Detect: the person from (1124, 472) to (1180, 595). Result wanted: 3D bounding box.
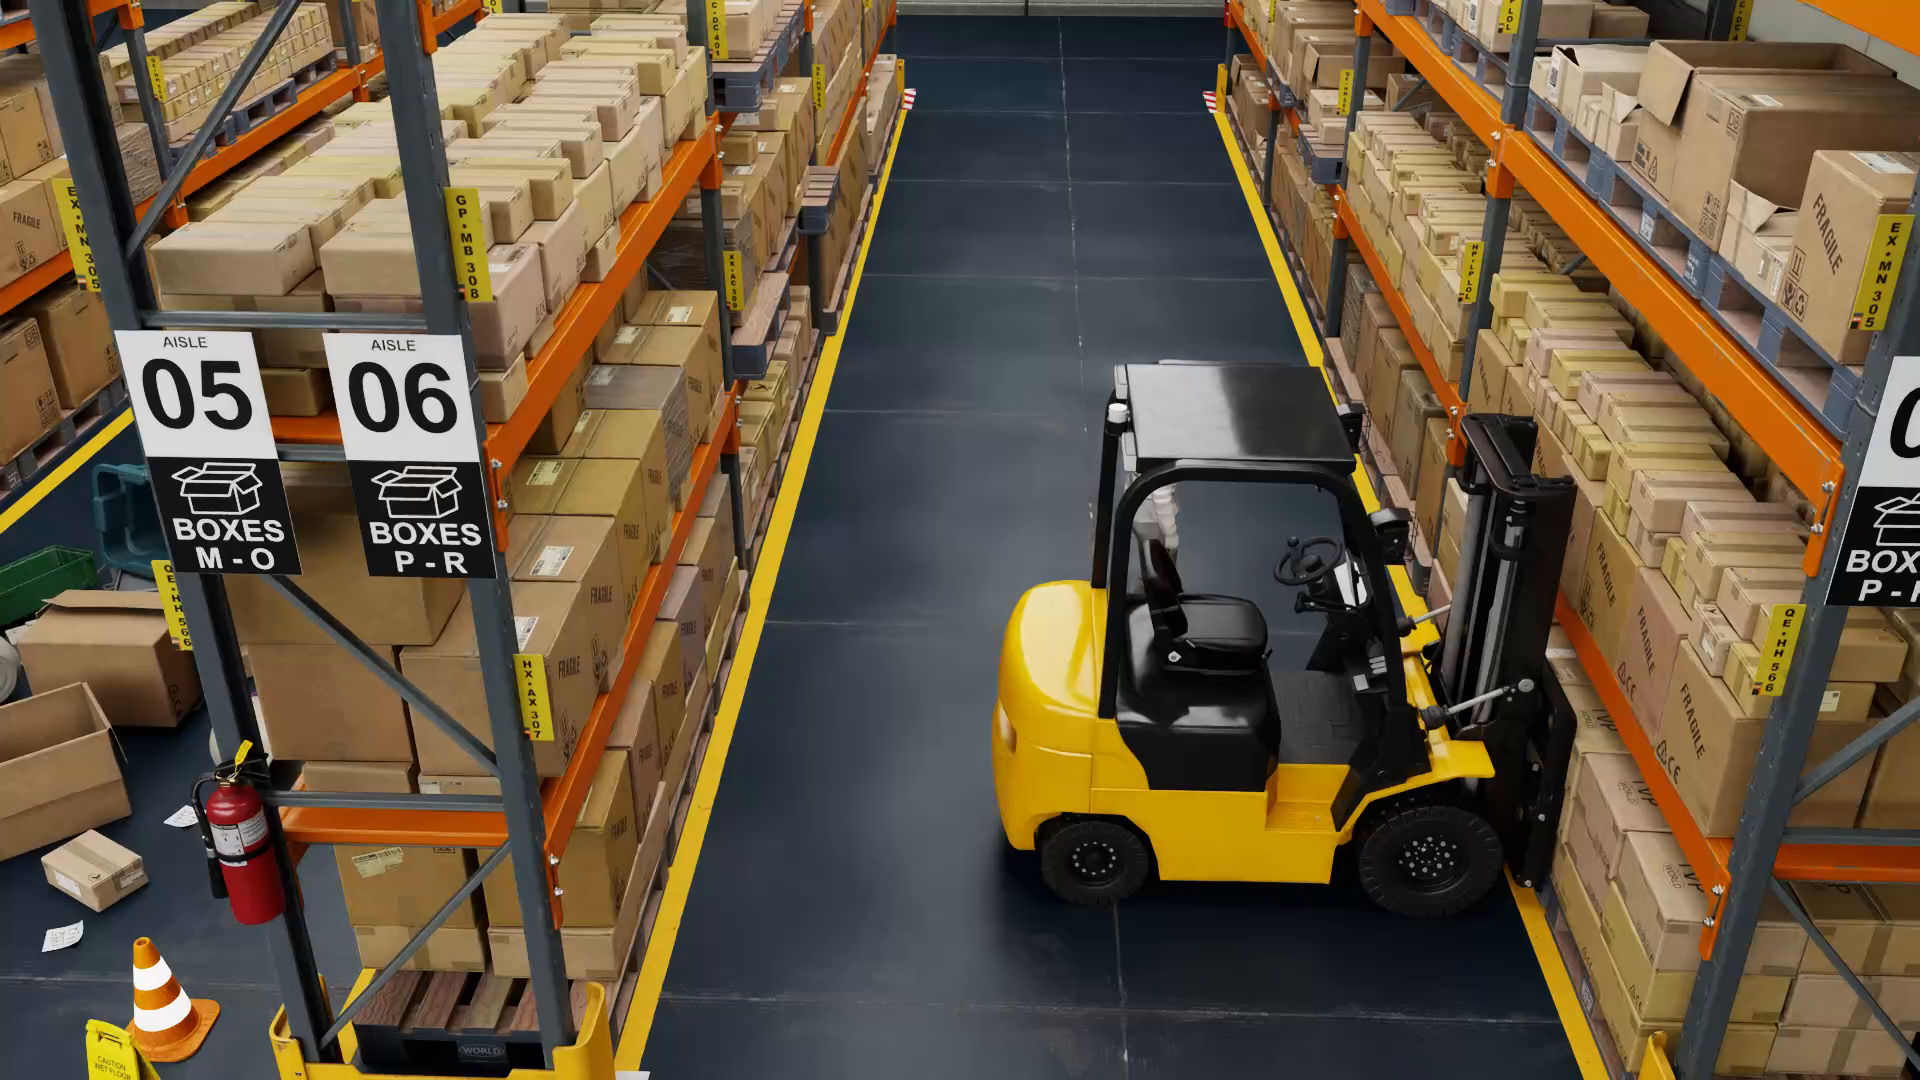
[{"bbox_3d":[1.060,-0.129,8.858,0.374,1.665,0.546,-1,28,-1],"label":"person"}]
